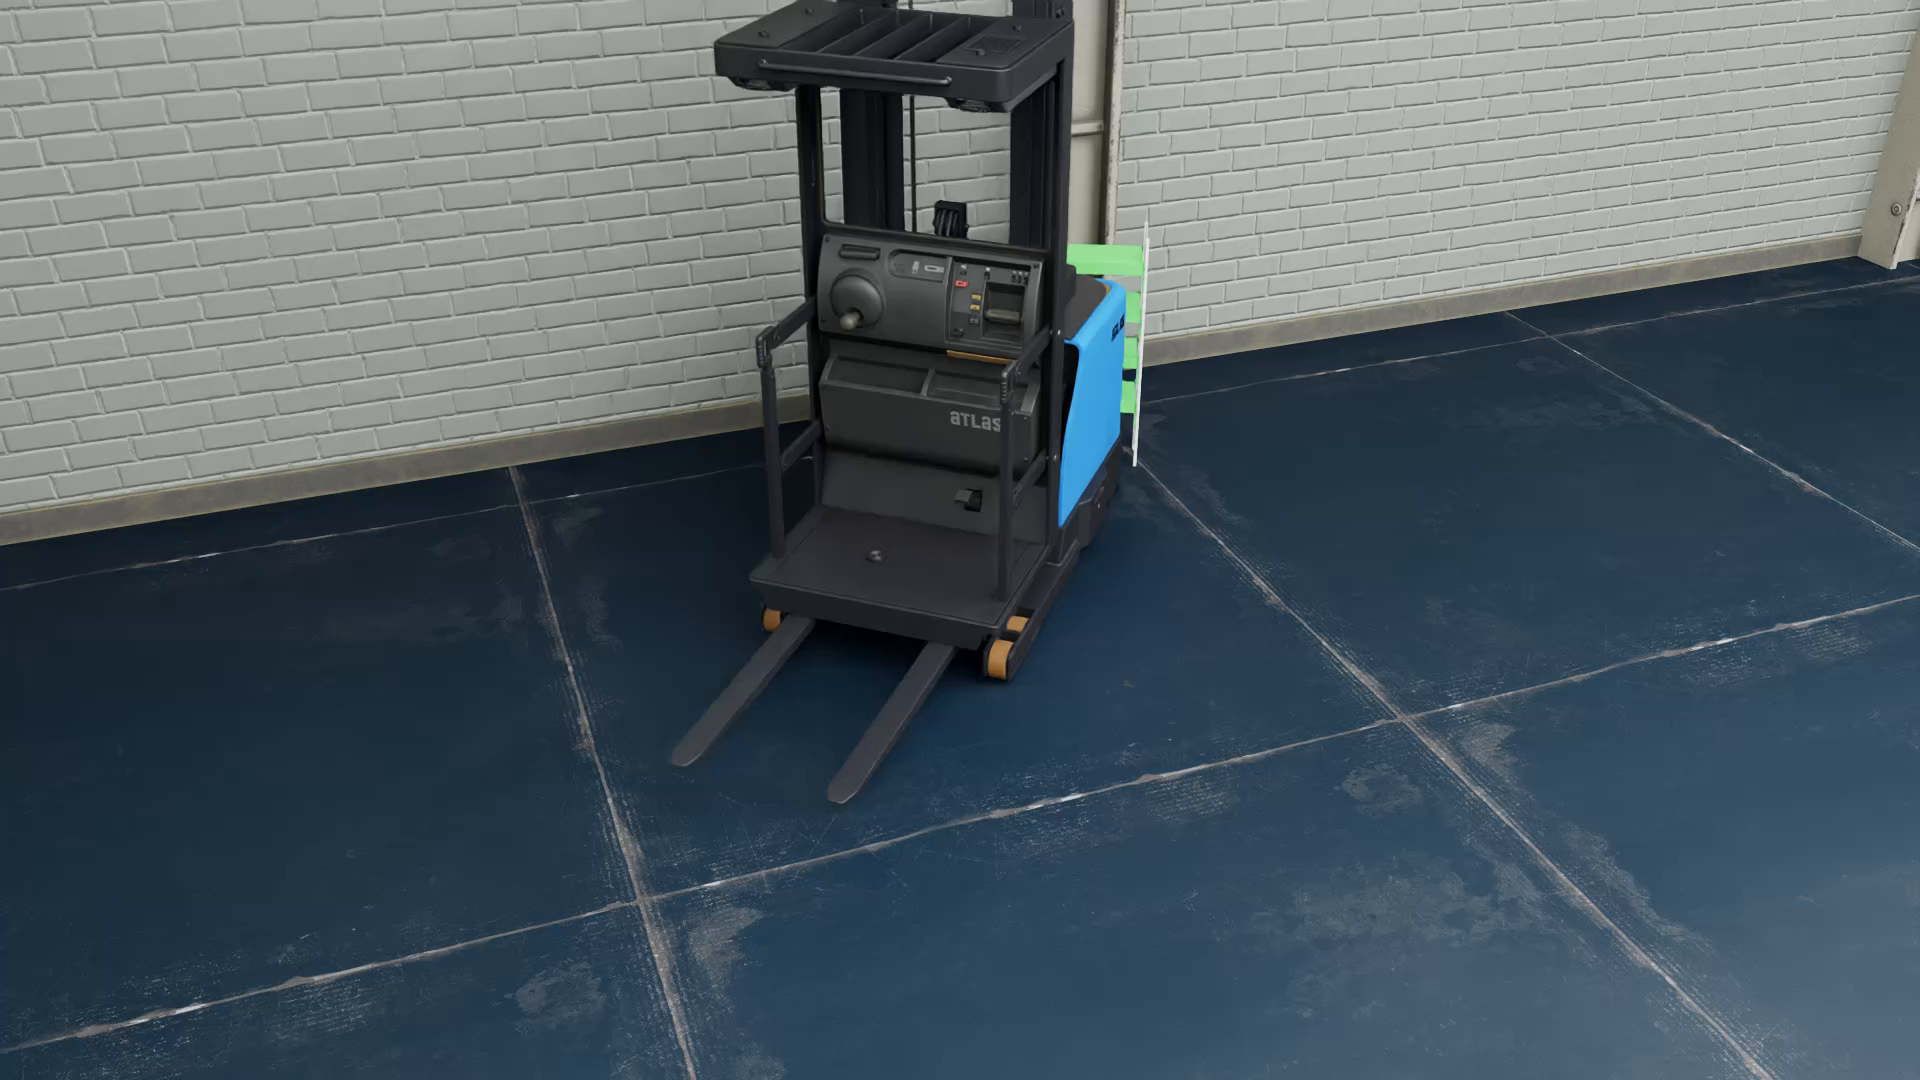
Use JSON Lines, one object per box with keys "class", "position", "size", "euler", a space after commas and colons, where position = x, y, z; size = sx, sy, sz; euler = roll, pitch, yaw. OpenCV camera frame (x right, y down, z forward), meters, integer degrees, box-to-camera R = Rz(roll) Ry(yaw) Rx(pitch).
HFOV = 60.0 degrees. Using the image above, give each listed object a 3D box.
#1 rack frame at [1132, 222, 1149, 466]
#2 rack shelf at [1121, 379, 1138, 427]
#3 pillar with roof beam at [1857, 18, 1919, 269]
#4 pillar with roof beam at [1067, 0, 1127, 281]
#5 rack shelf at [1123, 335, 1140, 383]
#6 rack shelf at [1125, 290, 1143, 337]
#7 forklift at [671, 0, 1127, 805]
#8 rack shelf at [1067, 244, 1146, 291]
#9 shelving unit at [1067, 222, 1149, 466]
{"class": "rack frame", "position": [0.891, -0.953, 8.210], "size": [0.015, 1.200, 0.240], "euler": [2, 30, 3]}
{"class": "rack shelf", "position": [0.647, -0.697, 8.375], "size": [0.480, 0.148, 0.258], "euler": [2, 30, 3]}
{"class": "pillar with roof beam", "position": [7.701, -3.785, 5.302], "size": [0.400, 9.000, 9.100], "euler": [-10, 31, -18]}
{"class": "pillar with roof beam", "position": [2.077, -2.749, 3.484], "size": [0.400, 9.000, 9.100], "euler": [-10, 31, -18]}
{"class": "rack shelf", "position": [0.647, -0.906, 8.257], "size": [0.480, 0.148, 0.258], "euler": [2, 30, 3]}
{"class": "rack shelf", "position": [0.647, -1.114, 8.138], "size": [0.480, 0.148, 0.258], "euler": [2, 30, 3]}
{"class": "forklift", "position": [-0.198, -0.935, 6.430], "size": [1.130, 2.935, 3.031], "euler": [10, 31, 17]}
{"class": "rack shelf", "position": [0.647, -1.323, 8.019], "size": [0.480, 0.148, 0.258], "euler": [2, 30, 3]}
{"class": "shelving unit", "position": [0.647, -0.961, 8.225], "size": [0.503, 1.200, 0.258], "euler": [2, 30, 3]}
